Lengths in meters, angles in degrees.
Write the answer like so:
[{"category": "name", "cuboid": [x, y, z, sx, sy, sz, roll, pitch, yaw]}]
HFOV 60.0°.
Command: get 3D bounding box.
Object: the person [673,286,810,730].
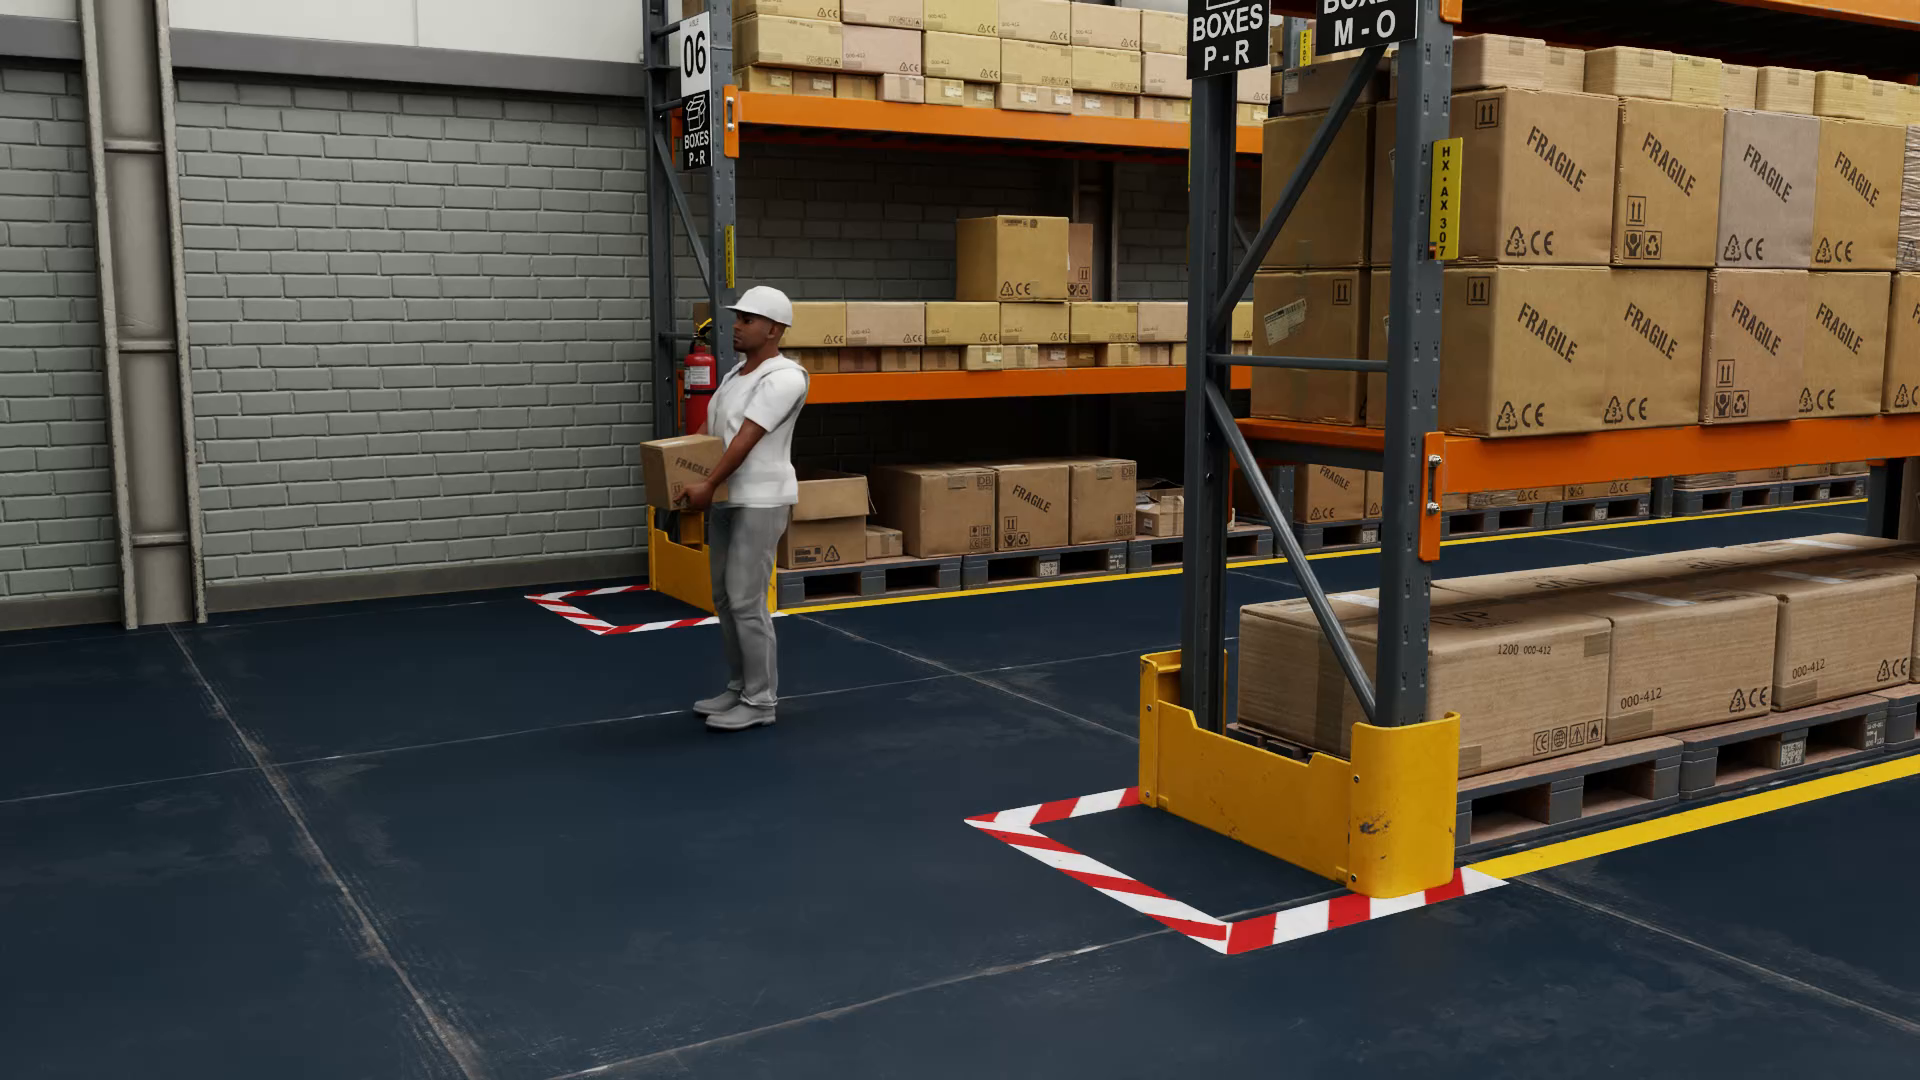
[{"category": "person", "cuboid": [-0.922, -0.129, 6.664, 0.577, 1.761, 0.502, -5, 9, -31]}]
